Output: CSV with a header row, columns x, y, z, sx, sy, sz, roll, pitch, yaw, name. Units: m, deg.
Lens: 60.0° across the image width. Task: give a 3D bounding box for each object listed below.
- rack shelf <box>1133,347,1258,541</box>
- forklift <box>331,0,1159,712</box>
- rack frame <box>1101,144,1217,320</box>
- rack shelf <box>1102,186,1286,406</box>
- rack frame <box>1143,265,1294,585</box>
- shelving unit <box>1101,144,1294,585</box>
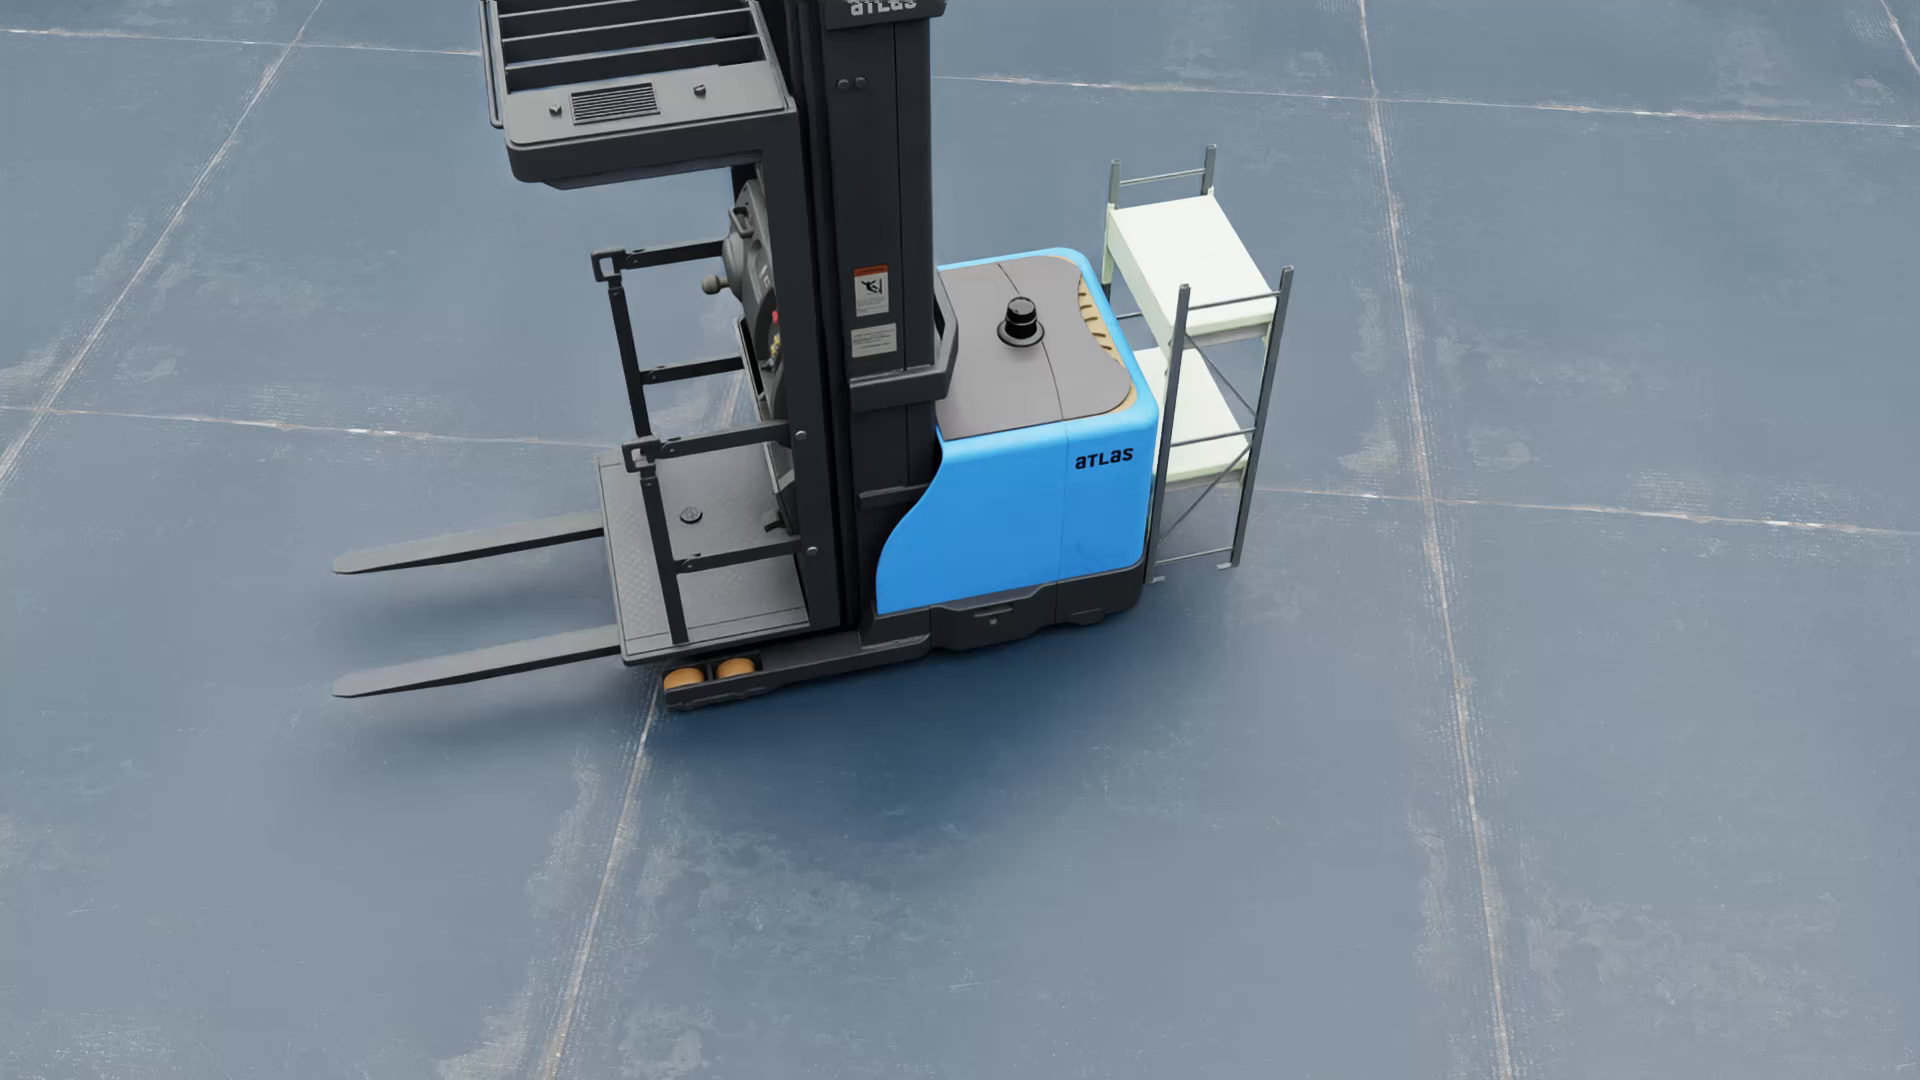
x,y,z,sx,sy,sz,roll,pitch,yaw,name
0.832,-0.413,6.579,0.431,0.370,0.720,-11,48,-10,rack shelf
-0.865,-0.790,5.512,3.031,2.935,1.130,-10,48,-9,forklift
0.740,-0.895,6.578,0.400,1.500,0.023,-11,48,-10,rack frame
0.832,-0.897,6.051,0.431,0.370,0.720,-11,48,-10,rack shelf
0.925,-0.372,6.100,0.400,1.500,0.023,-11,48,-10,rack frame
0.832,-0.633,6.339,0.431,1.500,0.755,-11,48,-10,shelving unit
